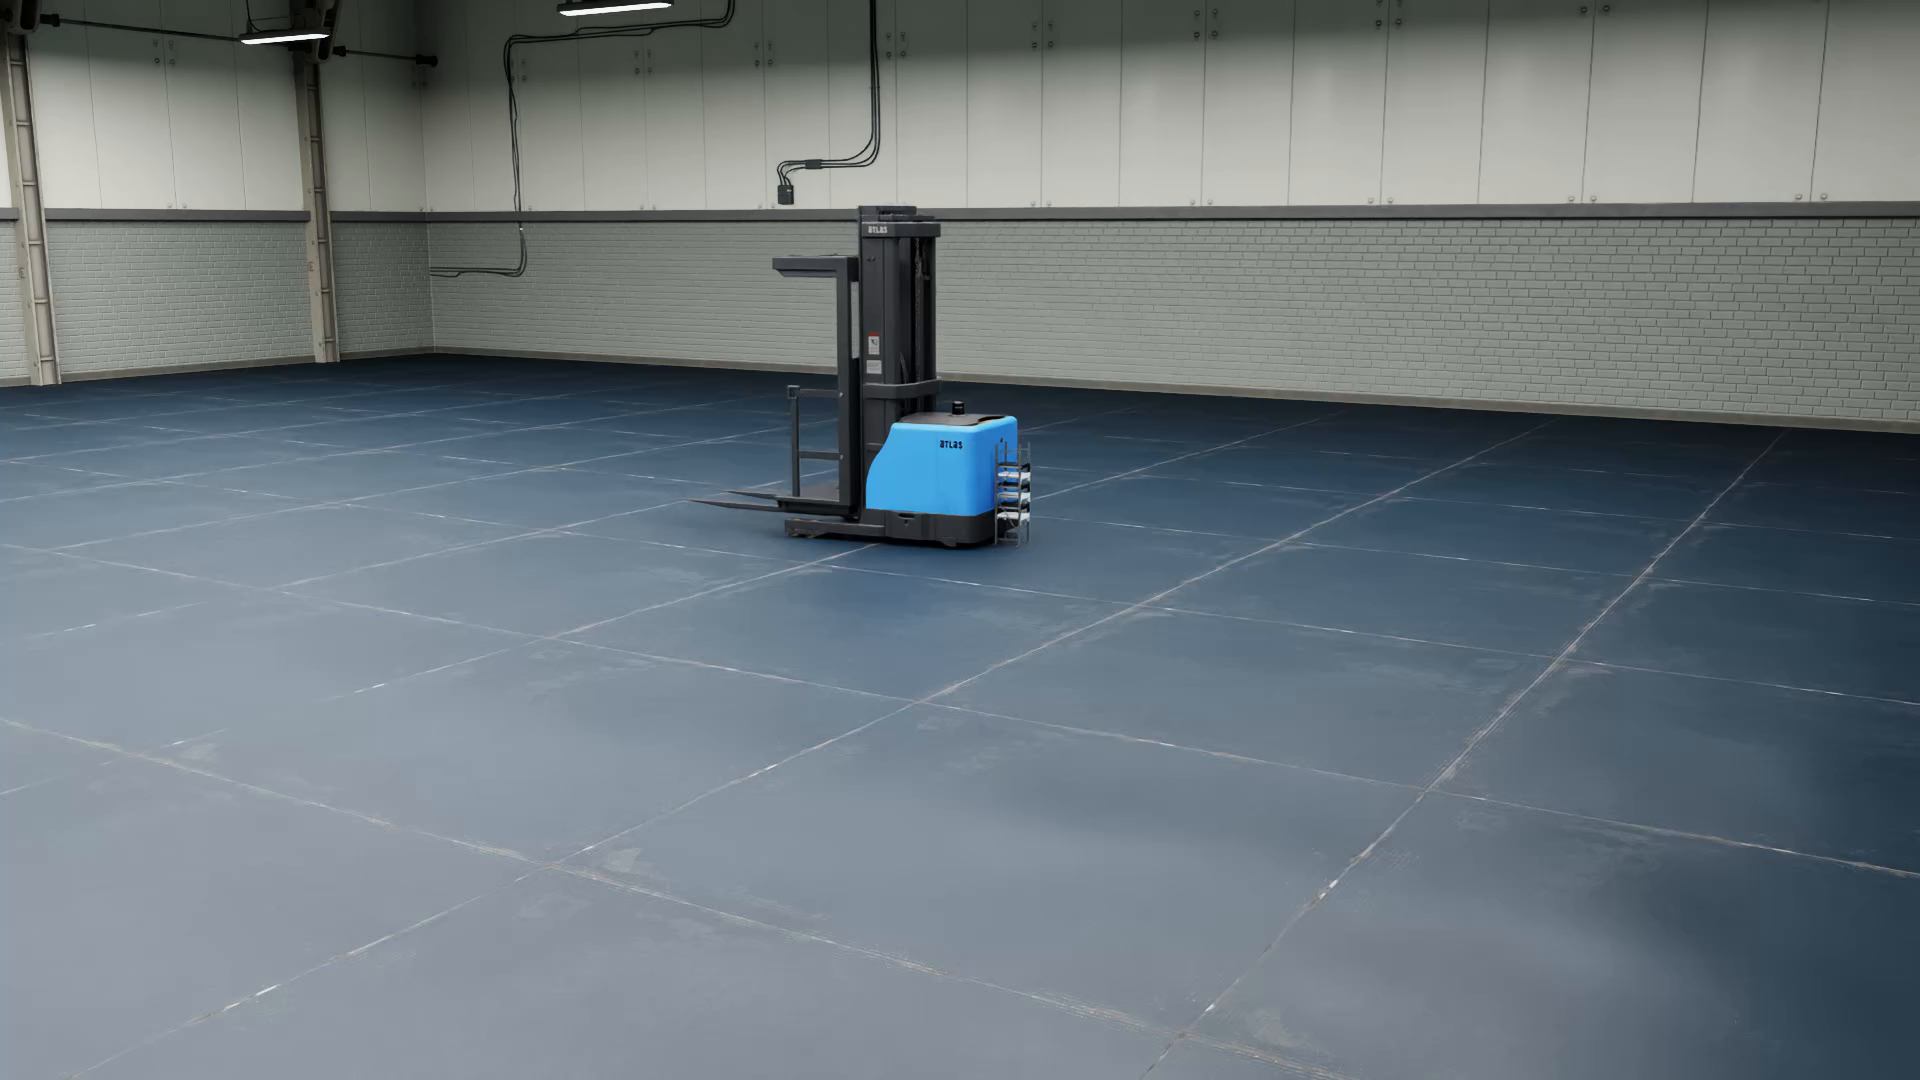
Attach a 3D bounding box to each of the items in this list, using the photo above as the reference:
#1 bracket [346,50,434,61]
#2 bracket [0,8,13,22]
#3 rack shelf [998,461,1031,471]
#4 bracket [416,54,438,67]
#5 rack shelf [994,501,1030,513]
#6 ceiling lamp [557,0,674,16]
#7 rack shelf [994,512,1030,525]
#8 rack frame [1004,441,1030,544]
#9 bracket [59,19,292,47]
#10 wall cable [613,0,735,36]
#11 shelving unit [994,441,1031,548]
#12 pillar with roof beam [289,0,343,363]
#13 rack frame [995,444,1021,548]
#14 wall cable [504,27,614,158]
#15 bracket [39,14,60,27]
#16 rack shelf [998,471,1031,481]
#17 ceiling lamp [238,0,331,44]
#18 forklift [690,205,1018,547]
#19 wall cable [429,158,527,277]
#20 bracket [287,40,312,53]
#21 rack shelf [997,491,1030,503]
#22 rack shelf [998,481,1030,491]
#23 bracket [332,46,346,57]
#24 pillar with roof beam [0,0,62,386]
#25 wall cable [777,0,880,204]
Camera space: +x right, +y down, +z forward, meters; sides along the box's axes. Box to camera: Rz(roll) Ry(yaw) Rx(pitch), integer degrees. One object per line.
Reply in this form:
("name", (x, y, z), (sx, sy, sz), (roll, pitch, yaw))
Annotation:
("bracket", (-11.794, -10.233, 35.294), (0.076, 0.066, 3.189), (6, 12, 31))
("bracket", (-16.264, -8.879, 28.062), (0.235, 0.232, 0.430), (6, 12, 31))
("rack shelf", (0.460, -0.635, 14.528), (0.258, 0.077, 0.200), (5, 12, 24))
("bracket", (-11.487, -10.326, 35.790), (0.235, 0.232, 0.430), (6, 12, 31))
("rack shelf", (0.459, -0.281, 14.594), (0.258, 0.077, 0.200), (5, 12, 24))
("ceiling lamp", (-4.867, -9.255, 23.985), (2.000, 3.185, 0.800), (6, 12, 31))
("rack shelf", (0.459, -0.193, 14.611), (0.258, 0.077, 0.200), (5, 12, 24))
("rack frame", (0.502, -0.420, 14.662), (0.240, 0.900, 0.006), (5, 12, 24))
("bracket", (-14.486, -9.418, 30.938), (0.076, 0.066, 4.783), (6, 12, 31))
("wall cable", (-5.620, -11.128, 32.206), (3.097, 2.526, 0.112), (6, 12, 31))
("shelving unit", (0.459, -0.403, 14.571), (0.258, 0.900, 0.210), (5, 12, 24))
("pillar with roof beam", (-9.557, -7.742, 31.766), (9.100, 9.000, 0.548), (6, 12, 31))
("rack frame", (0.417, -0.386, 14.481), (0.240, 0.900, 0.006), (5, 12, 24))
("wall cable", (-8.265, -9.188, 34.204), (3.097, 2.526, 0.112), (6, 12, 31))
("bracket", (-15.833, -9.010, 28.759), (0.235, 0.232, 0.430), (6, 12, 31))
("rack shelf", (0.460, -0.547, 14.544), (0.258, 0.077, 0.200), (5, 12, 24))
("ceiling lamp", (-11.183, -9.961, 27.756), (2.000, 3.185, 0.800), (6, 12, 31))
("forklift", (-1.030, -1.537, 15.115), (3.031, 2.935, 1.130), (5, 12, 24))
("wall cable", (-10.577, -6.964, 36.049), (3.097, 2.526, 0.112), (6, 12, 31))
("bracket", (-13.149, -9.823, 33.102), (0.235, 0.232, 0.430), (6, 12, 31))
("rack shelf", (0.459, -0.370, 14.578), (0.258, 0.077, 0.200), (5, 12, 24))
("rack shelf", (0.459, -0.458, 14.561), (0.258, 0.077, 0.200), (5, 12, 24))
("bracket", (-12.718, -9.954, 33.799), (0.235, 0.232, 0.430), (6, 12, 31))
("pillar with roof beam", (-12.672, -6.798, 26.726), (9.100, 9.000, 0.548), (6, 12, 31))
("wall cable", (-2.471, -9.252, 30.592), (2.305, 6.003, 0.169), (6, 12, 31))
